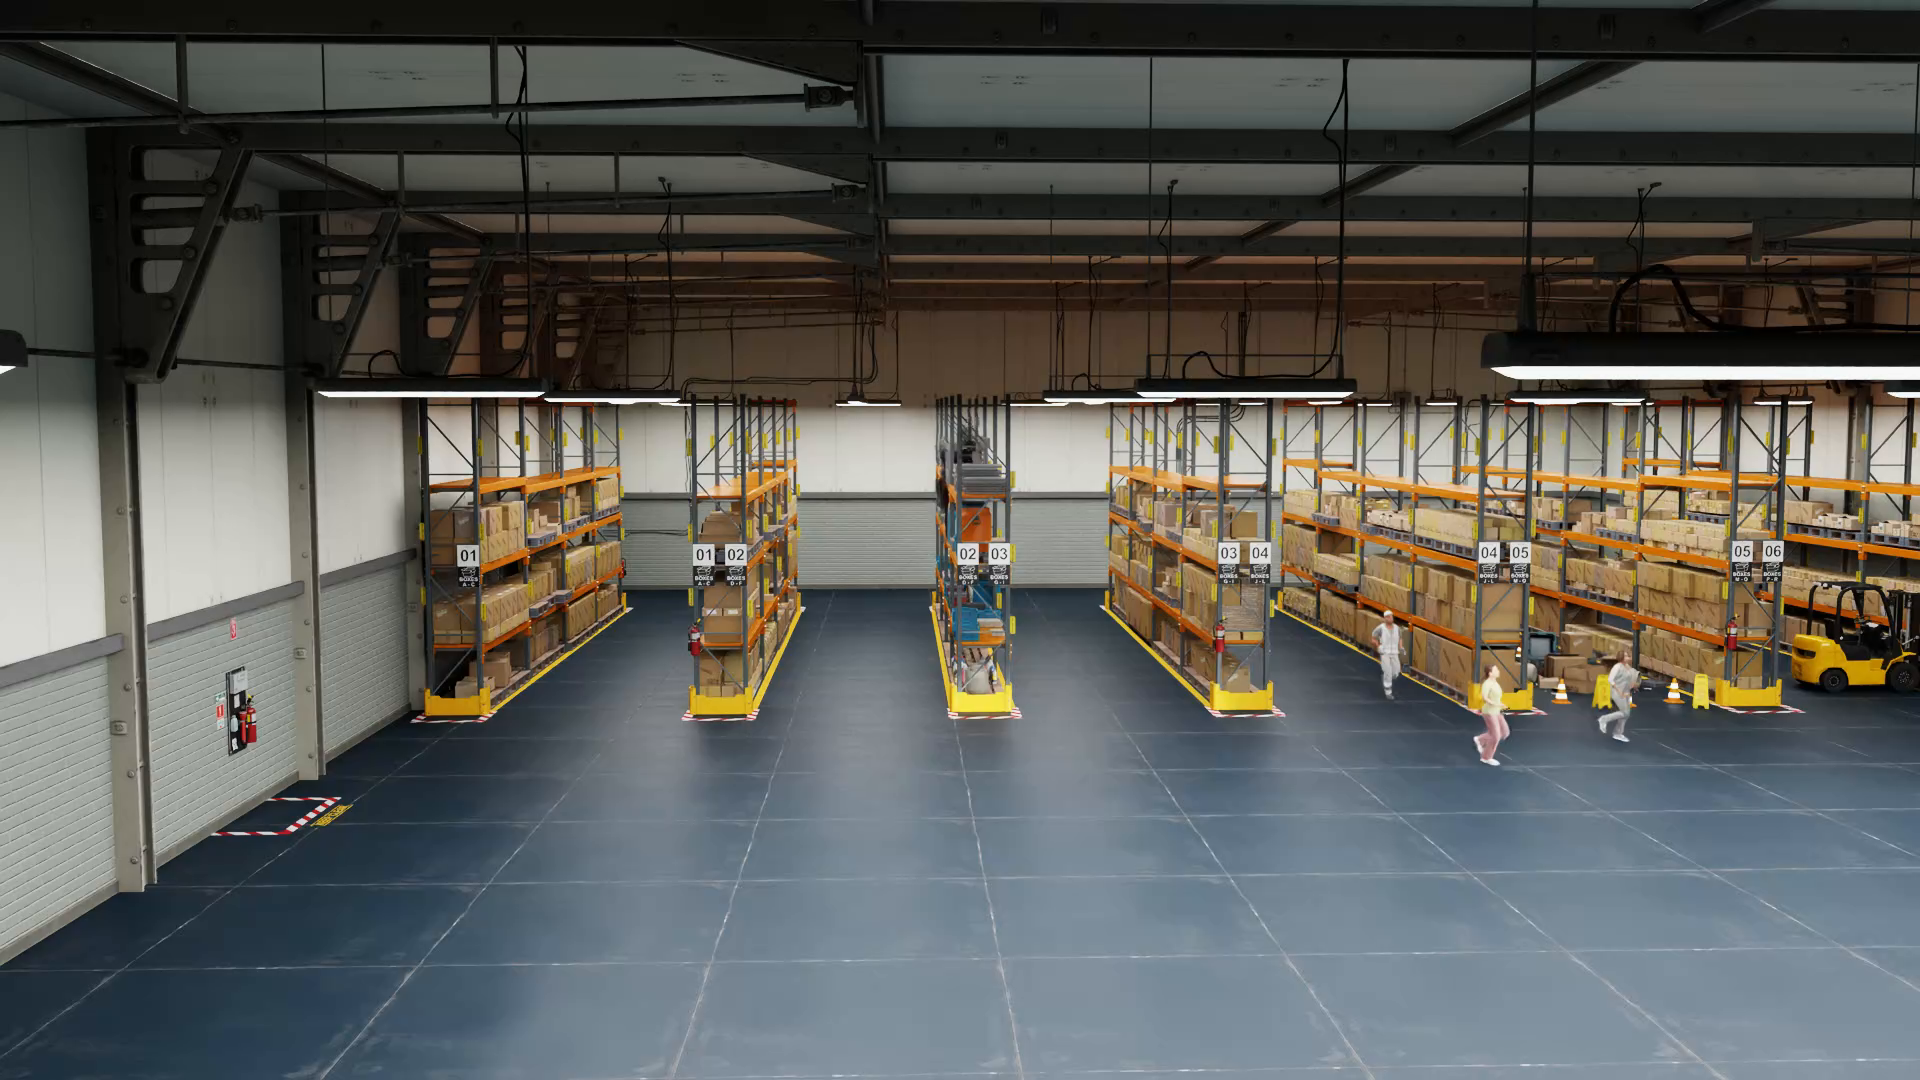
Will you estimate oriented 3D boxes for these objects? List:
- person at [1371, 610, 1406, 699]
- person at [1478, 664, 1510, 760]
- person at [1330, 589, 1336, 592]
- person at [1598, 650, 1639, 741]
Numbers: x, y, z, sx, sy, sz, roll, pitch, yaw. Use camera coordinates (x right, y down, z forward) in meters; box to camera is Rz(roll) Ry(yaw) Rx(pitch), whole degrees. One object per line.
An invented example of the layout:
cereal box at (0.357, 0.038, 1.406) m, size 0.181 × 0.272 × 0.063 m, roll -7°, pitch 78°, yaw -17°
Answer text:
person at (8.487, 2.261, 33.040) m, size 0.656 × 1.745 × 0.615 m, roll -1°, pitch 5°, yaw -8°
person at (8.594, 2.769, 26.808) m, size 0.503 × 1.573 × 0.617 m, roll 3°, pitch 5°, yaw 34°
person at (11.268, 1.065, 49.070) m, size 1.033 × 1.681 × 0.673 m, roll 0°, pitch 5°, yaw -6°
person at (11.429, 2.730, 28.823) m, size 0.531 × 1.486 × 0.583 m, roll -4°, pitch 6°, yaw -43°
